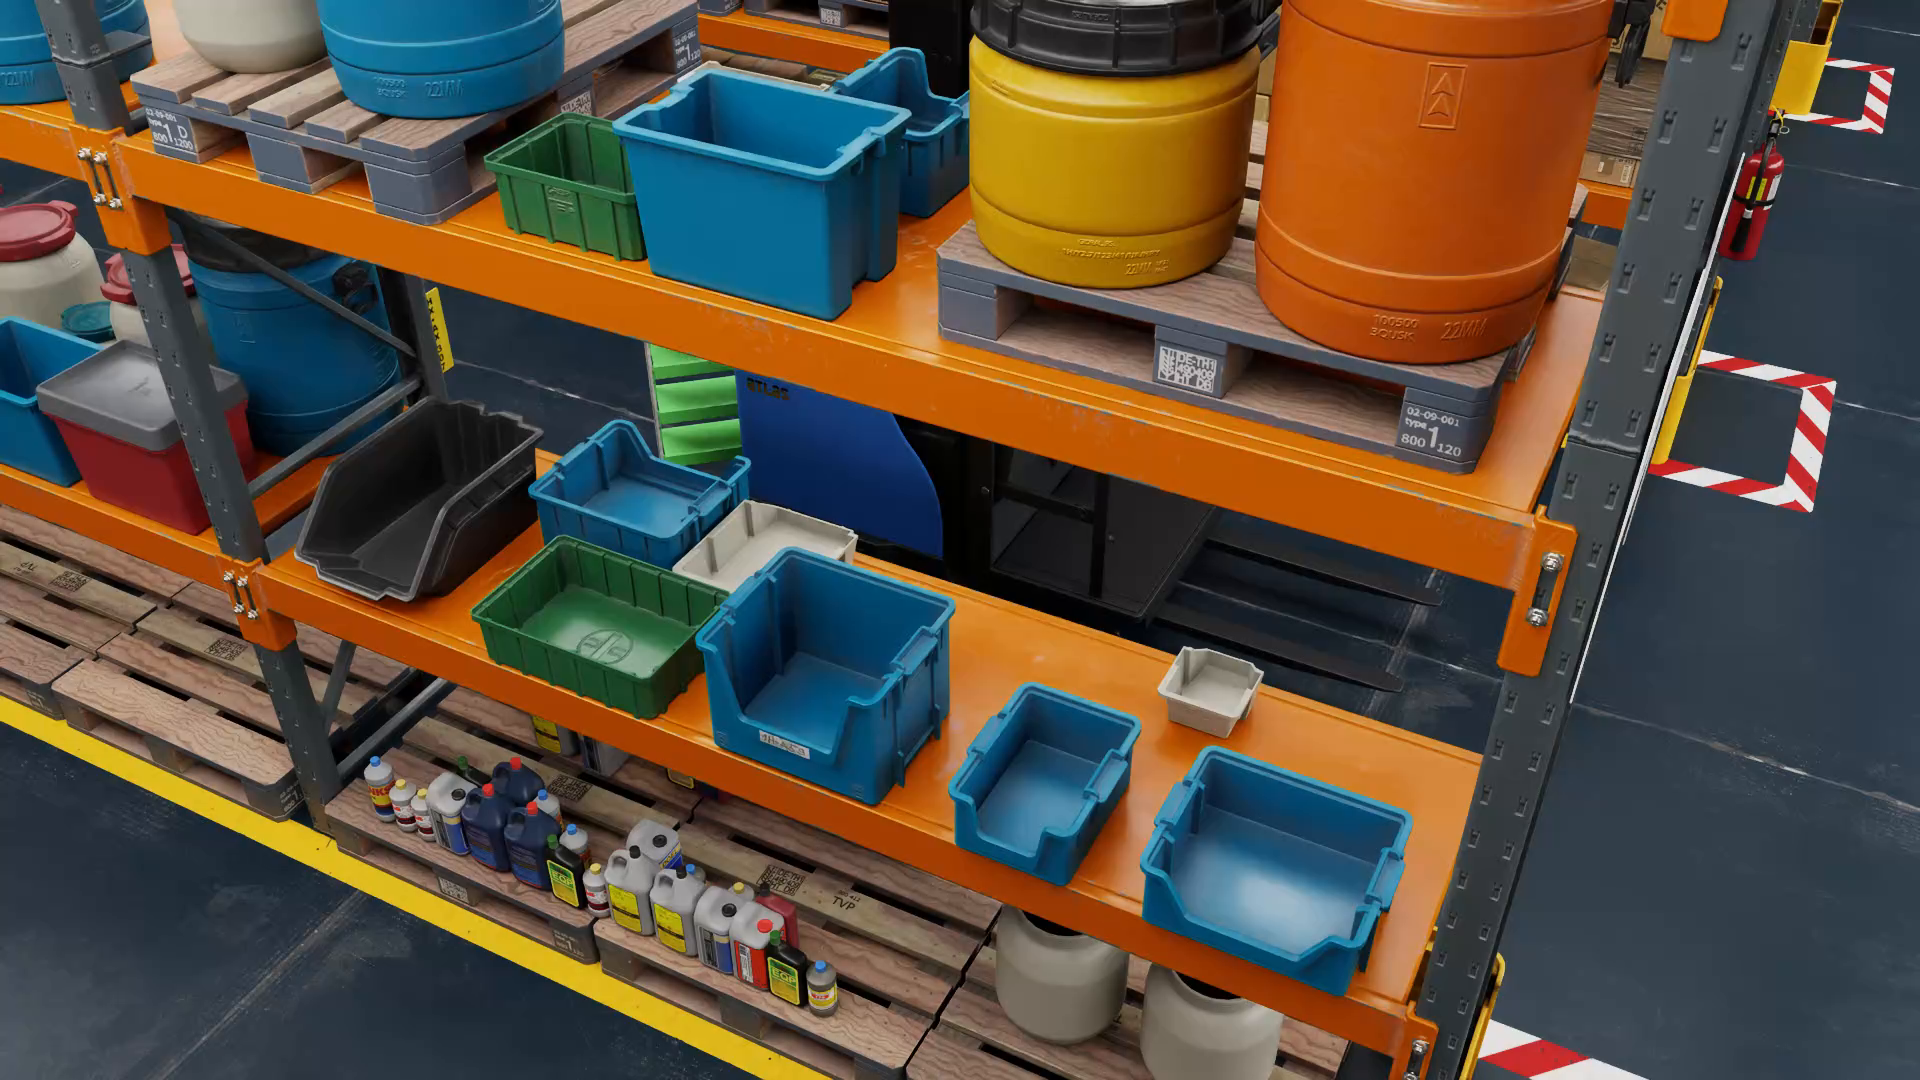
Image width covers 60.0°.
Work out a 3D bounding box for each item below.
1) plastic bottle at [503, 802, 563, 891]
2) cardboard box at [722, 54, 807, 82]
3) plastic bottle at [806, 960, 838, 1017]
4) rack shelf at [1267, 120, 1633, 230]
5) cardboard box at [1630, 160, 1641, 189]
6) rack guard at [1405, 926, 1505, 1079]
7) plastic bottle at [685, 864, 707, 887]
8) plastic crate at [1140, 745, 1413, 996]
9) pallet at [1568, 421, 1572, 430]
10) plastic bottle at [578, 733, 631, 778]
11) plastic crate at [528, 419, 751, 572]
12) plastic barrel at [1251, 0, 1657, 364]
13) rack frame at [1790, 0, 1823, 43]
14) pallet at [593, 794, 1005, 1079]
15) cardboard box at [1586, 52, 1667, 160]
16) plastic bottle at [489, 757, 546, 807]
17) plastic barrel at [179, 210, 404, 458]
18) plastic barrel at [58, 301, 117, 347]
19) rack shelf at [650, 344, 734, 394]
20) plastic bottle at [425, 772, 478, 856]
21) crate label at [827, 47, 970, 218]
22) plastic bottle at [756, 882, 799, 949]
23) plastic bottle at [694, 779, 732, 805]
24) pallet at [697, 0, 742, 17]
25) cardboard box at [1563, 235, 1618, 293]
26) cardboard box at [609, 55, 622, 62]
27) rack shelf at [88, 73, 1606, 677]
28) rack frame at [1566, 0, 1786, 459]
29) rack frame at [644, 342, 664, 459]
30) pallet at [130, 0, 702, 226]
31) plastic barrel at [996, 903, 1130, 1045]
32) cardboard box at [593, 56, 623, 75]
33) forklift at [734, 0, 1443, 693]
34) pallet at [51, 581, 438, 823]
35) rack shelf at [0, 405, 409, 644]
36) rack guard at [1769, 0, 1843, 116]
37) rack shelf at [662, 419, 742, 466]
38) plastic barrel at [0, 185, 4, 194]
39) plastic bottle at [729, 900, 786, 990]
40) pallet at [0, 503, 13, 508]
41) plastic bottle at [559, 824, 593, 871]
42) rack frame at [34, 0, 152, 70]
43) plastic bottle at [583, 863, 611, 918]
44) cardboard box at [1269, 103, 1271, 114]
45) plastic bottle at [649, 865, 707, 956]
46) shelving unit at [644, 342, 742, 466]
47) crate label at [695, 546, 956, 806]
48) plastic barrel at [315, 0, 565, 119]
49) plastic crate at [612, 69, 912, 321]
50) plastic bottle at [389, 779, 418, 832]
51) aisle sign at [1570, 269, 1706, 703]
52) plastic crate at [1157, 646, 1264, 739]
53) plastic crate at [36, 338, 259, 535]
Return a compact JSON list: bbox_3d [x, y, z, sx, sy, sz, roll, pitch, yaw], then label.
[{"bbox_3d":[-1.469,1.031,5.737,0.185,0.351,0.144,16,40,20],"label":"plastic bottle"},{"bbox_3d":[-1.332,-2.667,10.487,0.500,0.500,0.700,14,39,18],"label":"cardboard box"},{"bbox_3d":[-0.443,1.428,5.338,0.097,0.201,0.097,0,37,0],"label":"plastic bottle"},{"bbox_3d":[1.891,-2.165,8.716,4.000,0.370,1.077,17,41,21],"label":"rack shelf"},{"bbox_3d":[3.319,-1.764,7.800,0.250,0.149,0.380,17,41,21],"label":"cardboard box"},{"bbox_3d":[1.300,1.764,5.013,0.348,0.500,1.175,17,41,21],"label":"rack guard"},{"bbox_3d":[-0.910,1.184,5.660,0.097,0.201,0.097,0,37,0],"label":"plastic bottle"},{"bbox_3d":[0.807,0.845,4.279,0.616,0.251,0.499,17,41,21],"label":"plastic crate"},{"bbox_3d":[2.894,-1.051,8.959,1.213,0.211,1.003,17,41,21],"label":"pallet"},{"bbox_3d":[-1.334,0.726,6.202,0.135,0.276,0.152,17,41,21],"label":"plastic bottle"},{"bbox_3d":[-1.055,-0.127,5.560,0.616,0.251,0.499,17,41,21],"label":"plastic crate"},{"bbox_3d":[0.899,-0.836,3.187,0.708,0.830,0.600,17,41,21],"label":"plastic barrel"},{"bbox_3d":[6.038,-4.530,11.237,0.127,3.000,1.000,17,41,21],"label":"rack frame"},{"bbox_3d":[-0.498,1.310,5.850,1.213,0.211,1.003,17,41,21],"label":"pallet"},{"bbox_3d":[3.191,-2.221,7.867,0.500,0.500,0.875,17,41,21],"label":"cardboard box"},{"bbox_3d":[-1.571,0.901,5.909,0.185,0.351,0.144,17,41,21],"label":"plastic bottle"},{"bbox_3d":[-2.366,-0.818,5.932,0.708,0.901,0.600,17,41,21],"label":"plastic barrel"},{"bbox_3d":[-3.267,-0.744,6.363,0.301,0.262,0.301,0,37,0],"label":"plastic barrel"},{"bbox_3d":[-1.163,-0.817,7.543,0.480,0.148,0.258,-8,38,-11],"label":"rack shelf"},{"bbox_3d":[-1.782,0.961,5.893,0.135,0.276,0.152,19,41,23],"label":"plastic bottle"},{"bbox_3d":[-0.121,-1.069,4.320,0.408,0.251,0.502,17,41,21],"label":"crate label"},{"bbox_3d":[-0.606,1.253,5.501,0.133,0.283,0.061,17,41,21],"label":"plastic bottle"},{"bbox_3d":[-0.907,0.831,6.058,0.133,0.283,0.061,17,41,21],"label":"plastic bottle"},{"bbox_3d":[-1.660,-3.515,10.058,1.213,0.211,1.003,17,41,21],"label":"pallet"},{"bbox_3d":[3.120,-1.249,8.635,0.500,0.500,0.500,25,44,29],"label":"cardboard box"},{"bbox_3d":[-2.352,-3.286,10.681,0.500,0.250,0.500,22,42,26],"label":"cardboard box"},{"bbox_3d":[-0.387,-0.700,4.306,4.000,0.370,1.077,17,41,21],"label":"rack shelf"},{"bbox_3d":[1.389,-1.626,2.449,0.127,3.000,1.000,17,41,21],"label":"rack frame"},{"bbox_3d":[-1.400,-0.642,7.603,0.015,1.200,0.240,-8,38,-11],"label":"rack frame"},{"bbox_3d":[-1.477,-1.320,4.683,1.003,0.211,1.213,17,41,21],"label":"pallet"},{"bbox_3d":[0.325,1.306,5.259,0.421,0.512,0.421,0,37,0],"label":"plastic barrel"},{"bbox_3d":[-2.334,-2.976,10.894,0.500,0.500,0.700,14,39,18],"label":"cardboard box"},{"bbox_3d":[0.558,-0.991,6.631,3.031,2.935,1.130,18,41,22],"label":"forklift"},{"bbox_3d":[-2.878,0.565,6.831,1.213,0.211,1.003,17,41,21],"label":"pallet"},{"bbox_3d":[-3.939,-0.618,6.678,4.000,0.370,1.077,17,41,21],"label":"rack shelf"},{"bbox_3d":[6.059,-3.528,11.984,0.348,0.500,1.175,17,41,21],"label":"rack guard"},{"bbox_3d":[-1.163,-0.435,7.833,0.480,0.148,0.258,-8,38,-11],"label":"rack shelf"},{"bbox_3d":[-3.947,-1.110,6.620,0.433,0.535,0.433,0,37,0],"label":"plastic barrel"},{"bbox_3d":[-0.654,1.314,5.428,0.135,0.276,0.152,18,41,22],"label":"plastic bottle"},{"bbox_3d":[-5.045,-0.114,7.725,1.213,0.211,1.003,17,41,21],"label":"pallet"},{"bbox_3d":[-1.321,1.084,5.734,0.097,0.271,0.097,0,37,0],"label":"plastic bottle"},{"bbox_3d":[-2.163,-2.738,3.914,0.127,3.000,1.000,17,41,21],"label":"rack frame"},{"bbox_3d":[-1.229,1.182,5.662,0.097,0.201,0.097,0,37,0],"label":"plastic bottle"},{"bbox_3d":[1.749,-2.231,8.416,0.250,0.149,0.380,17,41,21],"label":"cardboard box"},{"bbox_3d":[-0.927,1.201,5.514,0.185,0.351,0.144,19,41,23],"label":"plastic bottle"},{"bbox_3d":[-1.163,-0.677,7.650,0.503,1.200,0.258,-8,38,-11],"label":"shelving unit"},{"bbox_3d":[-0.370,0.383,4.735,0.616,0.435,0.502,17,41,21],"label":"crate label"},{"bbox_3d":[-1.328,-1.576,4.102,0.708,0.901,0.600,17,41,21],"label":"plastic barrel"},{"bbox_3d":[-0.443,-0.793,3.846,0.575,0.384,0.392,17,41,21],"label":"plastic crate"},{"bbox_3d":[-1.991,0.943,5.977,0.097,0.201,0.097,0,37,0],"label":"plastic bottle"},{"bbox_3d":[1.316,-0.092,3.240,0.004,0.787,0.394,17,41,21],"label":"aisle sign"},{"bbox_3d":[0.743,0.447,4.898,0.250,0.136,0.298,17,41,21],"label":"plastic crate"},{"bbox_3d":[-2.733,-0.344,5.670,0.583,0.464,0.402,17,41,21],"label":"plastic crate"}]
